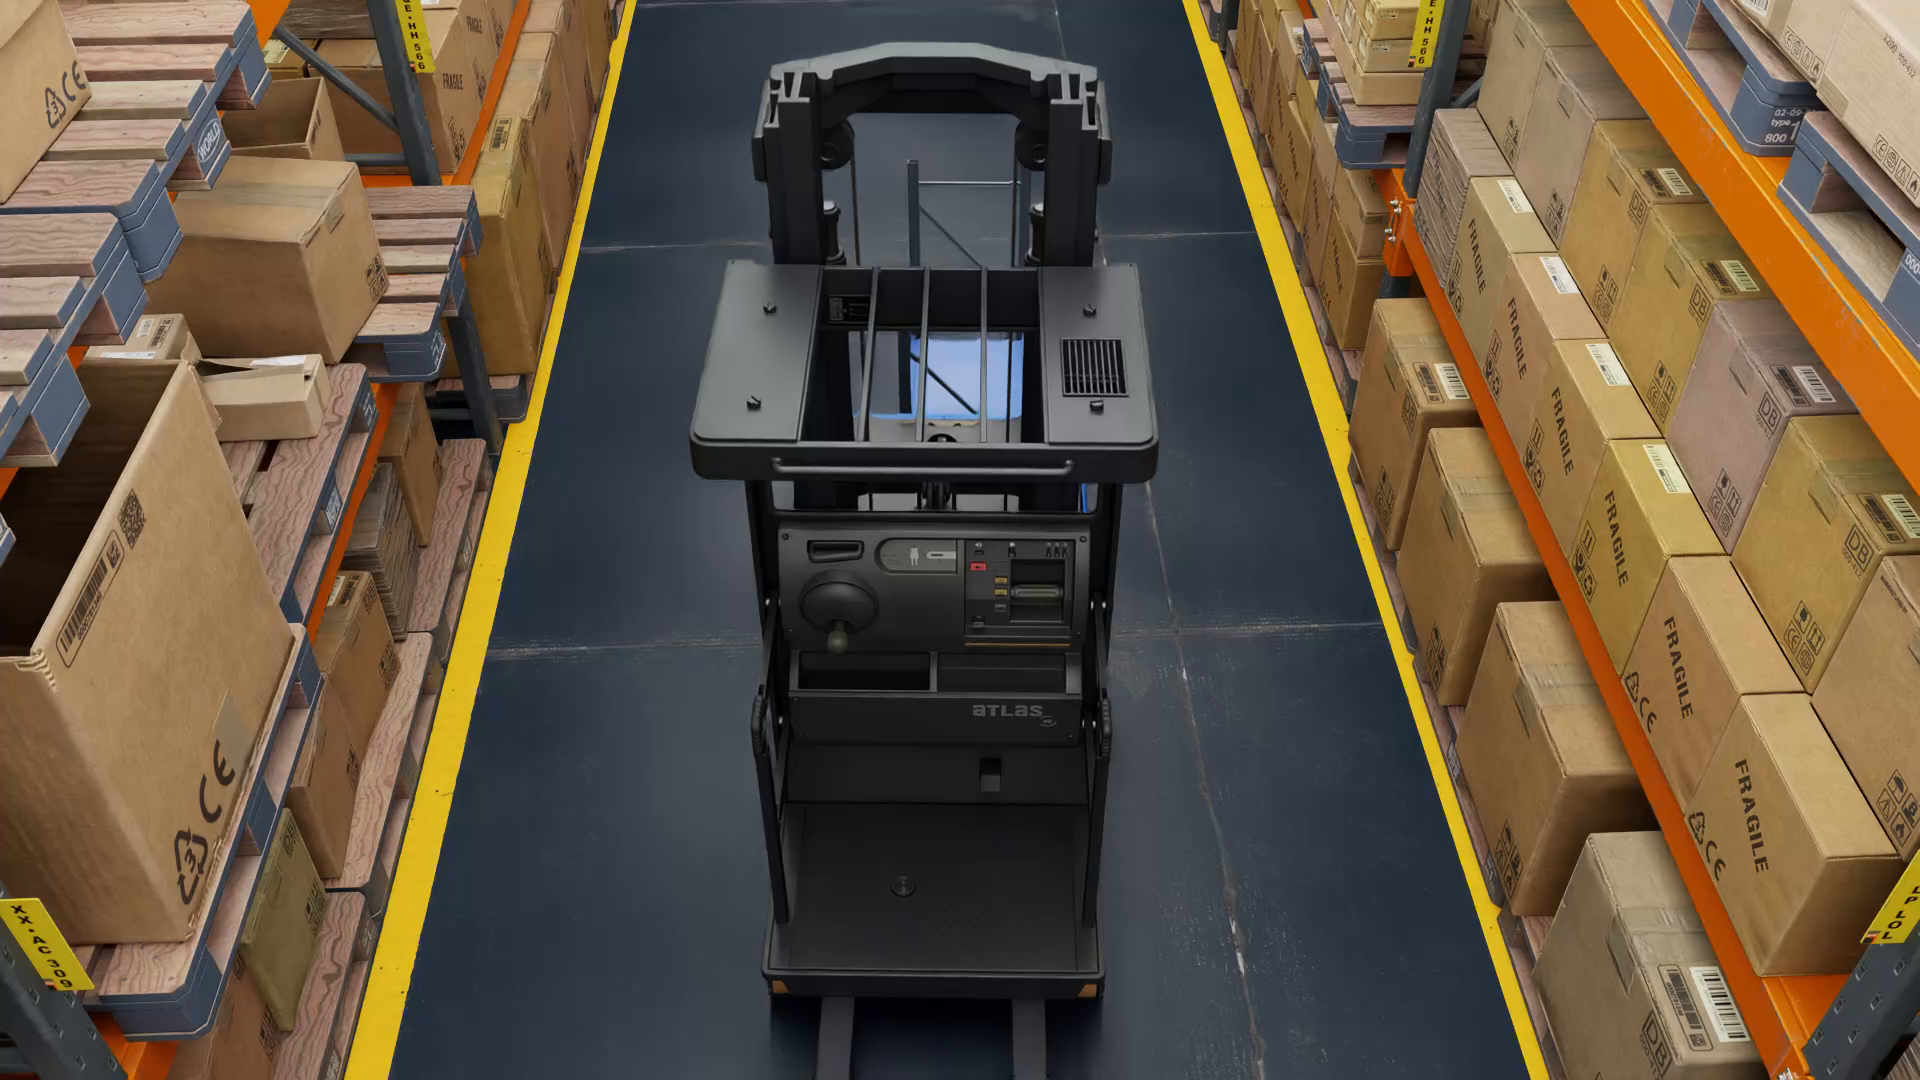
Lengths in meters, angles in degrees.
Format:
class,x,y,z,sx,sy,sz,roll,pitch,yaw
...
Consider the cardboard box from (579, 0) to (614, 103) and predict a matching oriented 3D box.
class,x,y,z,sx,sy,sz,roll,pitch,yaw
cardboard box,-2.746,-3.155,9.734,1.225,0.875,0.875,-2,43,-2

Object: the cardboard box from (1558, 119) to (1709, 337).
class,x,y,z,sx,sy,sz,roll,pitch,yaw
cardboard box,2.392,-1.003,5.310,0.700,0.500,0.500,-2,43,-2

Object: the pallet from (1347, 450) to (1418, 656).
class,x,y,z,sx,sy,sz,roll,pitch,yaw
pallet,2.295,-0.026,7.122,1.003,0.211,1.213,-2,43,-2

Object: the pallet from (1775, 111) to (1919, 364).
class,x,y,z,sx,sy,sz,roll,pitch,yaw
pallet,2.418,-0.541,3.542,0.805,0.209,1.217,-3,43,-4

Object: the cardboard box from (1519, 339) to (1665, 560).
class,x,y,z,sx,sy,sz,roll,pitch,yaw
cardboard box,2.150,-0.294,5.277,0.500,0.500,0.500,-2,43,-2

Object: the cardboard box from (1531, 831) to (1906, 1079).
class,x,y,z,sx,sy,sz,roll,pitch,yaw
cardboard box,2.390,1.370,4.890,1.050,0.750,0.750,-2,43,-2

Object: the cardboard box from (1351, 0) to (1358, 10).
class,x,y,z,sx,sy,sz,roll,pitch,yaw
cardboard box,1.849,-2.357,7.037,0.380,0.149,0.250,-2,43,-2

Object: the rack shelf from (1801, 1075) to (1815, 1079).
class,x,y,z,sx,sy,sz,roll,pitch,yaw
rack shelf,2.591,2.727,2.587,1.077,0.370,4.000,-2,43,-2

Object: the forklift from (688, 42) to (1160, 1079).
class,x,y,z,sx,sy,sz,roll,pitch,yaw
forklift,-0.078,0.231,4.828,1.130,2.935,3.031,1,43,1

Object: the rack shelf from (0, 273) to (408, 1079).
class,x,y,z,sx,sy,sz,roll,pitch,yaw
rack shelf,-2.539,0.101,5.452,1.077,0.370,4.000,-2,43,-2

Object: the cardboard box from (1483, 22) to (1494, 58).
class,x,y,z,sx,sy,sz,roll,pitch,yaw
cardboard box,2.508,-2.140,7.239,0.380,0.149,0.250,0,43,0

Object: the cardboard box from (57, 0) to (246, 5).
class,x,y,z,sx,sy,sz,roll,pitch,yaw
cardboard box,-2.305,-1.577,4.642,0.500,0.250,0.500,-1,43,-1

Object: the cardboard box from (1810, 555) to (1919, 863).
class,x,y,z,sx,sy,sz,roll,pitch,yaw
cardboard box,2.479,0.371,3.811,0.700,0.500,0.500,-2,43,-3

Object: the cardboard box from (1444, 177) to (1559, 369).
class,x,y,z,sx,sy,sz,roll,pitch,yaw
cardboard box,2.110,-0.971,6.016,0.500,0.500,0.500,-2,43,-2

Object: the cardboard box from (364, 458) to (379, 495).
class,x,y,z,sx,sy,sz,roll,pitch,yaw
cardboard box,-2.532,-0.222,6.242,0.500,0.250,0.500,3,43,3

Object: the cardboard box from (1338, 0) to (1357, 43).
class,x,y,z,sx,sy,sz,roll,pitch,yaw
cardboard box,1.847,-2.261,7.152,0.380,0.149,0.250,0,43,0

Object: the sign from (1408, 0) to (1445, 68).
class,x,y,z,sx,sy,sz,roll,pitch,yaw
sign,1.795,-1.964,6.375,0.100,0.325,0.005,-2,43,-2

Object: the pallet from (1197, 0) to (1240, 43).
class,x,y,z,sx,sy,sz,roll,pitch,yaw
pallet,2.103,-3.713,11.145,1.003,0.211,1.213,-2,43,-2

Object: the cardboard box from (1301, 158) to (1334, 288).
class,x,y,z,sx,sy,sz,roll,pitch,yaw
cardboard box,2.029,-1.609,8.325,0.500,0.500,0.500,0,43,0

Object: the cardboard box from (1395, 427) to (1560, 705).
class,x,y,z,sx,sy,sz,roll,pitch,yaw
cardboard box,2.313,0.090,6.286,1.050,0.750,0.750,-1,43,-1

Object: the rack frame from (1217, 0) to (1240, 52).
class,x,y,z,sx,sy,sz,roll,pitch,yaw
rack frame,2.166,-4.289,9.709,1.000,3.000,0.127,-2,43,-2

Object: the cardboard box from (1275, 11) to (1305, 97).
class,x,y,z,sx,sy,sz,roll,pitch,yaw
cardboard box,1.976,-2.588,8.838,0.500,0.250,0.500,0,43,0

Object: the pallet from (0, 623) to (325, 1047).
class,x,y,z,sx,sy,sz,roll,pitch,yaw
pallet,-2.341,0.737,4.368,1.003,0.211,1.213,-2,43,-2

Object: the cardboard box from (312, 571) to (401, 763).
class,x,y,z,sx,sy,sz,roll,pitch,yaw
cardboard box,-2.508,0.453,6.060,0.700,0.500,0.500,2,43,2

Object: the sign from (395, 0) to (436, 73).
class,x,y,z,sx,sy,sz,roll,pitch,yaw
sign,-2.082,-1.934,6.342,0.100,0.325,0.005,-2,43,-2

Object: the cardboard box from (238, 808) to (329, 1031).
class,x,y,z,sx,sy,sz,roll,pitch,yaw
cardboard box,-2.460,1.208,5.237,0.700,0.500,0.500,-2,43,-2

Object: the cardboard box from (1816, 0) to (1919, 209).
class,x,y,z,sx,sy,sz,roll,pitch,yaw
cardboard box,2.234,-0.957,3.581,0.500,0.250,0.500,-2,43,-2

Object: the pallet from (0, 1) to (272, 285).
class,x,y,z,sx,sy,sz,roll,pitch,yaw
pallet,-2.421,-0.970,4.008,1.213,0.211,1.003,-2,43,-2

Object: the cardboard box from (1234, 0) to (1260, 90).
class,x,y,z,sx,sy,sz,roll,pitch,yaw
cardboard box,1.933,-3.016,9.859,0.500,0.500,0.500,0,43,0

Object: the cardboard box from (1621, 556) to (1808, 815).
class,x,y,z,sx,sy,sz,roll,pitch,yaw
cardboard box,2.196,0.389,4.531,0.500,0.500,0.500,-2,43,-2

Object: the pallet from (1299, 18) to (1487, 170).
class,x,y,z,sx,sy,sz,roll,pitch,yaw
pallet,2.200,-1.996,7.349,1.213,0.211,1.003,-2,43,-2

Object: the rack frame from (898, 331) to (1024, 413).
class,x,y,z,sx,sy,sz,roll,pitch,yaw
rack frame,0.025,-0.284,6.450,0.500,1.500,0.032,1,43,1

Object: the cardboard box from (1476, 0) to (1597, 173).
class,x,y,z,sx,sy,sz,roll,pitch,yaw
cardboard box,2.345,-1.691,6.060,0.700,0.500,0.500,-2,43,-2

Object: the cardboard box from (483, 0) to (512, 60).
class,x,y,z,sx,sy,sz,roll,pitch,yaw
cardboard box,-2.422,-2.581,7.772,0.500,0.500,0.500,-2,43,-3

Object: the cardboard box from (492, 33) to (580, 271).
class,x,y,z,sx,sy,sz,roll,pitch,yaw
cardboard box,-2.662,-1.954,8.424,1.225,0.875,0.875,-2,43,-2

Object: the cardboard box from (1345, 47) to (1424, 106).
class,x,y,z,sx,sy,sz,roll,pitch,yaw
cardboard box,1.856,-1.970,7.055,0.380,0.149,0.250,-1,43,-1

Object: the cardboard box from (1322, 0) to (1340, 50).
class,x,y,z,sx,sy,sz,roll,pitch,yaw
cardboard box,1.836,-2.312,7.427,0.380,0.149,0.250,-1,43,-1

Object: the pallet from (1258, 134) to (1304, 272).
class,x,y,z,sx,sy,sz,roll,pitch,yaw
pallet,2.256,-1.910,9.177,1.003,0.211,1.213,-2,43,-2

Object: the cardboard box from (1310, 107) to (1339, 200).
class,x,y,z,sx,sy,sz,roll,pitch,yaw
cardboard box,2.013,-1.893,8.079,0.500,0.250,0.500,-1,43,-1

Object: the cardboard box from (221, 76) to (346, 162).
class,x,y,z,sx,sy,sz,roll,pitch,yaw
cardboard box,-2.561,-1.343,6.110,0.500,0.500,0.500,-6,43,-7

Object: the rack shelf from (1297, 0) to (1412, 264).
class,x,y,z,sx,sy,sz,roll,pitch,yaw
rack shelf,2.251,-2.673,8.479,1.077,0.370,4.000,-2,43,-2

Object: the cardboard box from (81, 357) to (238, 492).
class,x,y,z,sx,sy,sz,roll,pitch,yaw
cardboard box,-2.620,-0.174,4.833,0.797,0.503,0.637,2,43,3

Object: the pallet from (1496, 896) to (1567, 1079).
class,x,y,z,sx,sy,sz,roll,pitch,yaw
pallet,2.398,1.621,5.325,1.003,0.211,1.213,-2,43,-2

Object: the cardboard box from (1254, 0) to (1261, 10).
class,x,y,z,sx,sy,sz,roll,pitch,yaw
cardboard box,1.934,-3.292,9.606,0.500,0.250,0.500,-3,43,-4

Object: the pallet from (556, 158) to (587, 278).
class,x,y,z,sx,sy,sz,roll,pitch,yaw
pallet,-2.630,-1.842,9.104,1.003,0.211,1.213,-2,43,-2

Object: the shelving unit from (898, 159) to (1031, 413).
class,x,y,z,sx,sy,sz,roll,pitch,yaw
shelving unit,0.031,-0.628,6.825,0.538,1.500,1.048,1,43,1

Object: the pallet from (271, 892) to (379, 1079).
class,x,y,z,sx,sy,sz,roll,pitch,yaw
pallet,-2.488,1.688,5.252,1.003,0.211,1.213,-2,43,-2

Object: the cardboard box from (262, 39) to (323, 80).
class,x,y,z,sx,sy,sz,roll,pitch,yaw
cardboard box,-2.892,-1.877,7.004,0.500,0.500,0.500,0,43,0

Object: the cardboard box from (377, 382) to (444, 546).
class,x,y,z,sx,sy,sz,roll,pitch,yaw
cardboard box,-2.575,-0.303,6.885,0.700,0.500,0.500,-4,43,-4

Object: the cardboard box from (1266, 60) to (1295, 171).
class,x,y,z,sx,sy,sz,roll,pitch,yaw
cardboard box,1.993,-2.305,9.084,0.500,0.500,0.500,-1,43,-1

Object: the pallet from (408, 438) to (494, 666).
class,x,y,z,sx,sy,sz,roll,pitch,yaw
pallet,-2.592,0.041,7.049,1.003,0.211,1.213,-2,43,-2

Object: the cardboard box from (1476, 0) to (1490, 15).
class,x,y,z,sx,sy,sz,roll,pitch,yaw
cardboard box,2.488,-2.456,7.364,0.380,0.149,0.250,-3,43,-3

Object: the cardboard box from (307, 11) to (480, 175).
class,x,y,z,sx,sy,sz,roll,pitch,yaw
cardboard box,-2.372,-1.887,7.015,0.500,0.500,0.500,0,43,-1

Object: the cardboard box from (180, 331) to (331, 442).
class,x,y,z,sx,sy,sz,roll,pitch,yaw
cardboard box,-2.283,-0.502,5.366,0.396,0.266,0.258,-3,43,-3

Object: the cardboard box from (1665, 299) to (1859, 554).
class,x,y,z,sx,sy,sz,roll,pitch,yaw
cardboard box,2.434,-0.317,4.562,0.700,0.500,0.500,-1,43,-1

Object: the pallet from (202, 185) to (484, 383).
class,x,y,z,sx,sy,sz,roll,pitch,yaw
pallet,-2.487,-0.966,6.225,1.213,0.211,1.003,-2,43,-2
